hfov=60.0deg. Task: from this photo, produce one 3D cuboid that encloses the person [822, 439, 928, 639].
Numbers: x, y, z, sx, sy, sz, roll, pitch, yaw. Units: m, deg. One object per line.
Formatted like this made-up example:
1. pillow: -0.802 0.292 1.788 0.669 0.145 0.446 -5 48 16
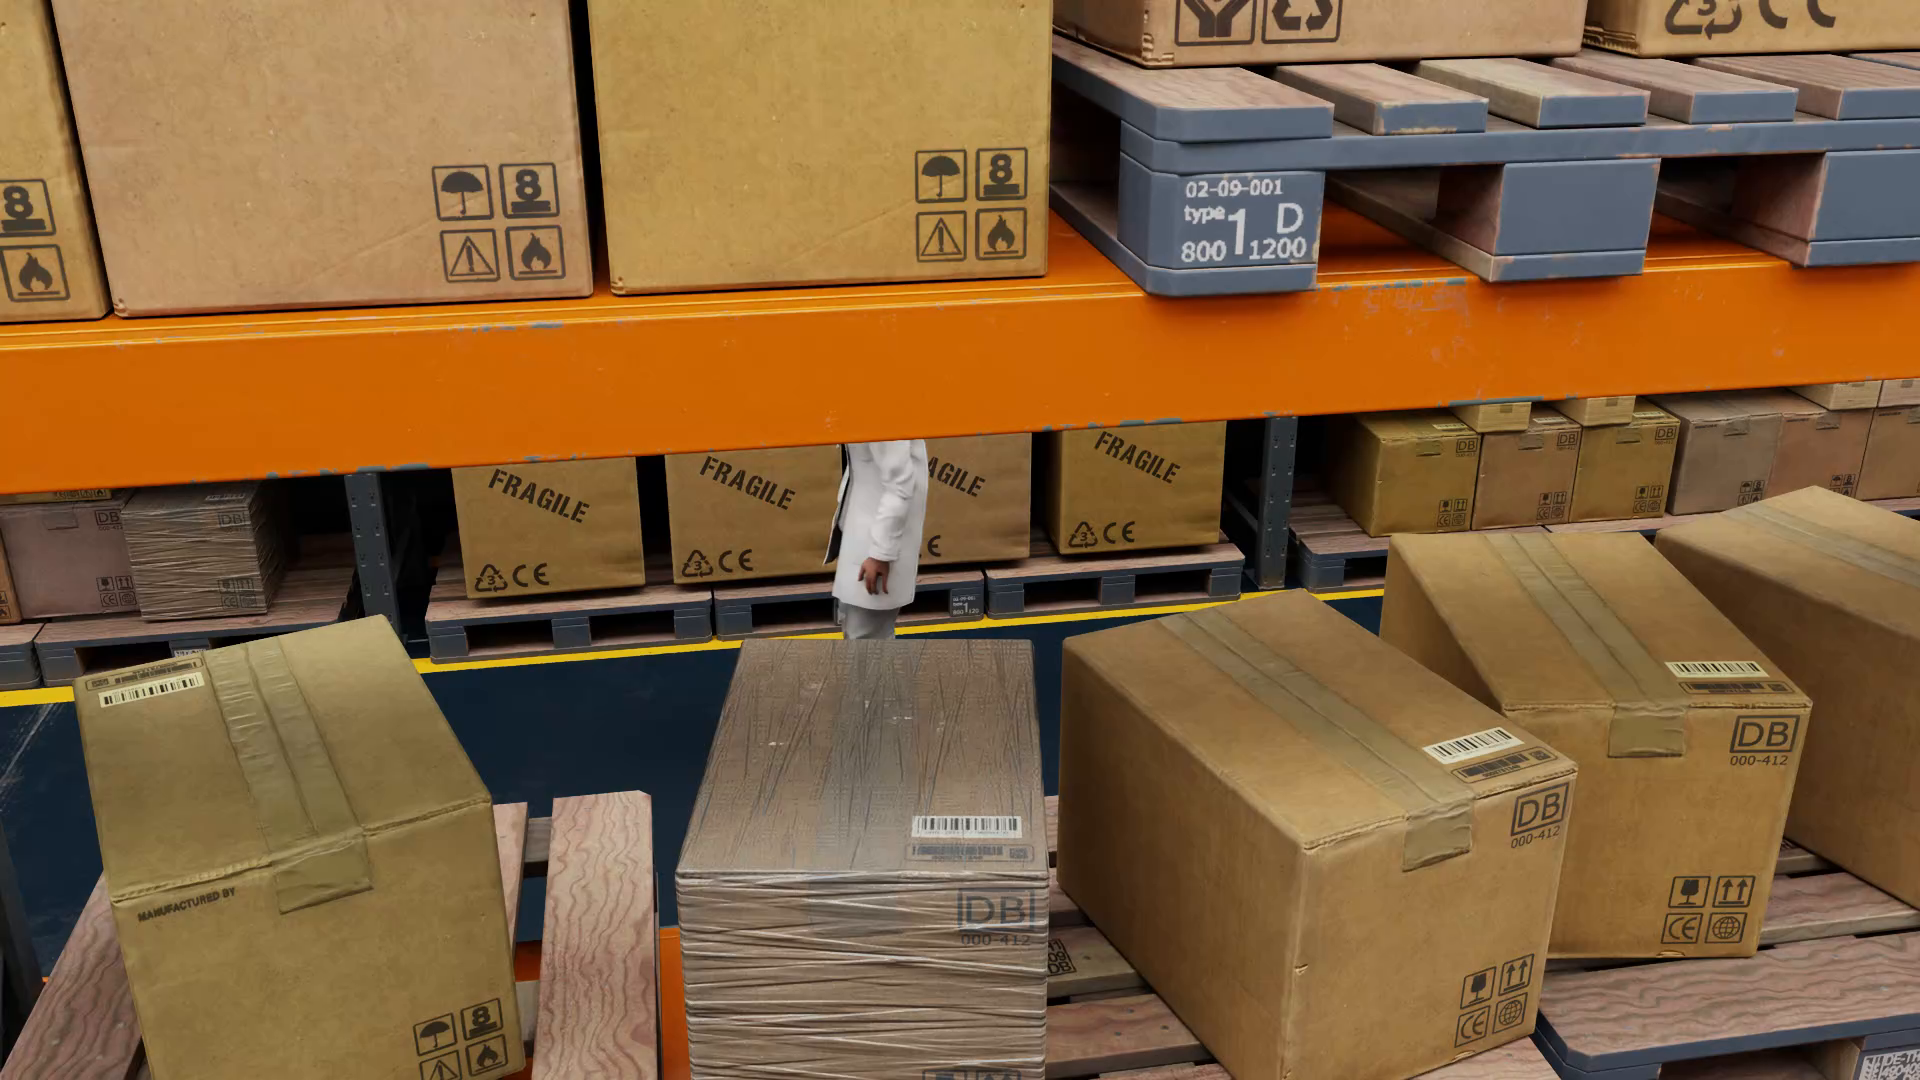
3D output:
1. person: -0.338 -0.012 6.194 0.430 1.735 0.645 -6 24 -13
